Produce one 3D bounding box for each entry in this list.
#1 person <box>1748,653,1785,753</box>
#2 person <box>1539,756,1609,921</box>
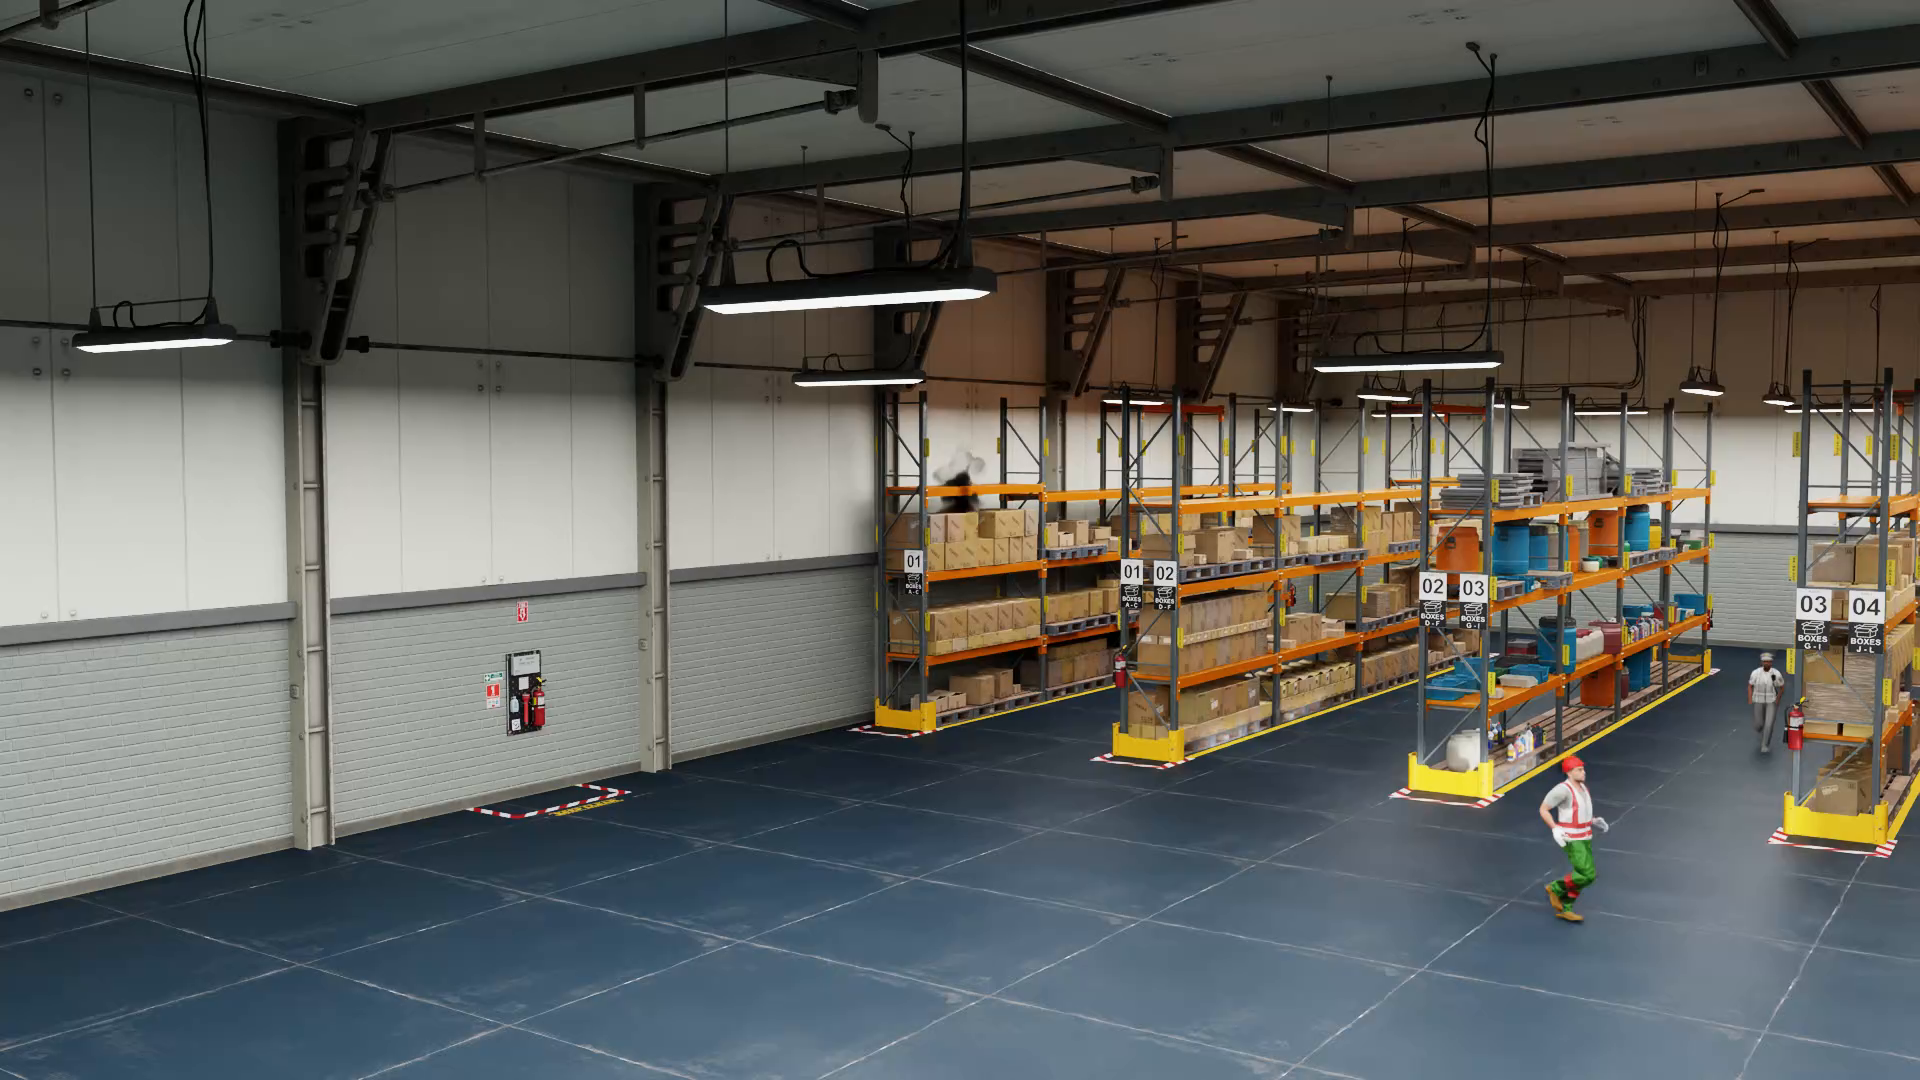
[{"bbox_3d":[13.317,2.664,27.471,0.558,1.649,0.592,2,4,27],"label":"person"},{"bbox_3d":[6.508,3.153,17.507,0.652,1.740,0.581,-3,4,-39],"label":"person"}]
